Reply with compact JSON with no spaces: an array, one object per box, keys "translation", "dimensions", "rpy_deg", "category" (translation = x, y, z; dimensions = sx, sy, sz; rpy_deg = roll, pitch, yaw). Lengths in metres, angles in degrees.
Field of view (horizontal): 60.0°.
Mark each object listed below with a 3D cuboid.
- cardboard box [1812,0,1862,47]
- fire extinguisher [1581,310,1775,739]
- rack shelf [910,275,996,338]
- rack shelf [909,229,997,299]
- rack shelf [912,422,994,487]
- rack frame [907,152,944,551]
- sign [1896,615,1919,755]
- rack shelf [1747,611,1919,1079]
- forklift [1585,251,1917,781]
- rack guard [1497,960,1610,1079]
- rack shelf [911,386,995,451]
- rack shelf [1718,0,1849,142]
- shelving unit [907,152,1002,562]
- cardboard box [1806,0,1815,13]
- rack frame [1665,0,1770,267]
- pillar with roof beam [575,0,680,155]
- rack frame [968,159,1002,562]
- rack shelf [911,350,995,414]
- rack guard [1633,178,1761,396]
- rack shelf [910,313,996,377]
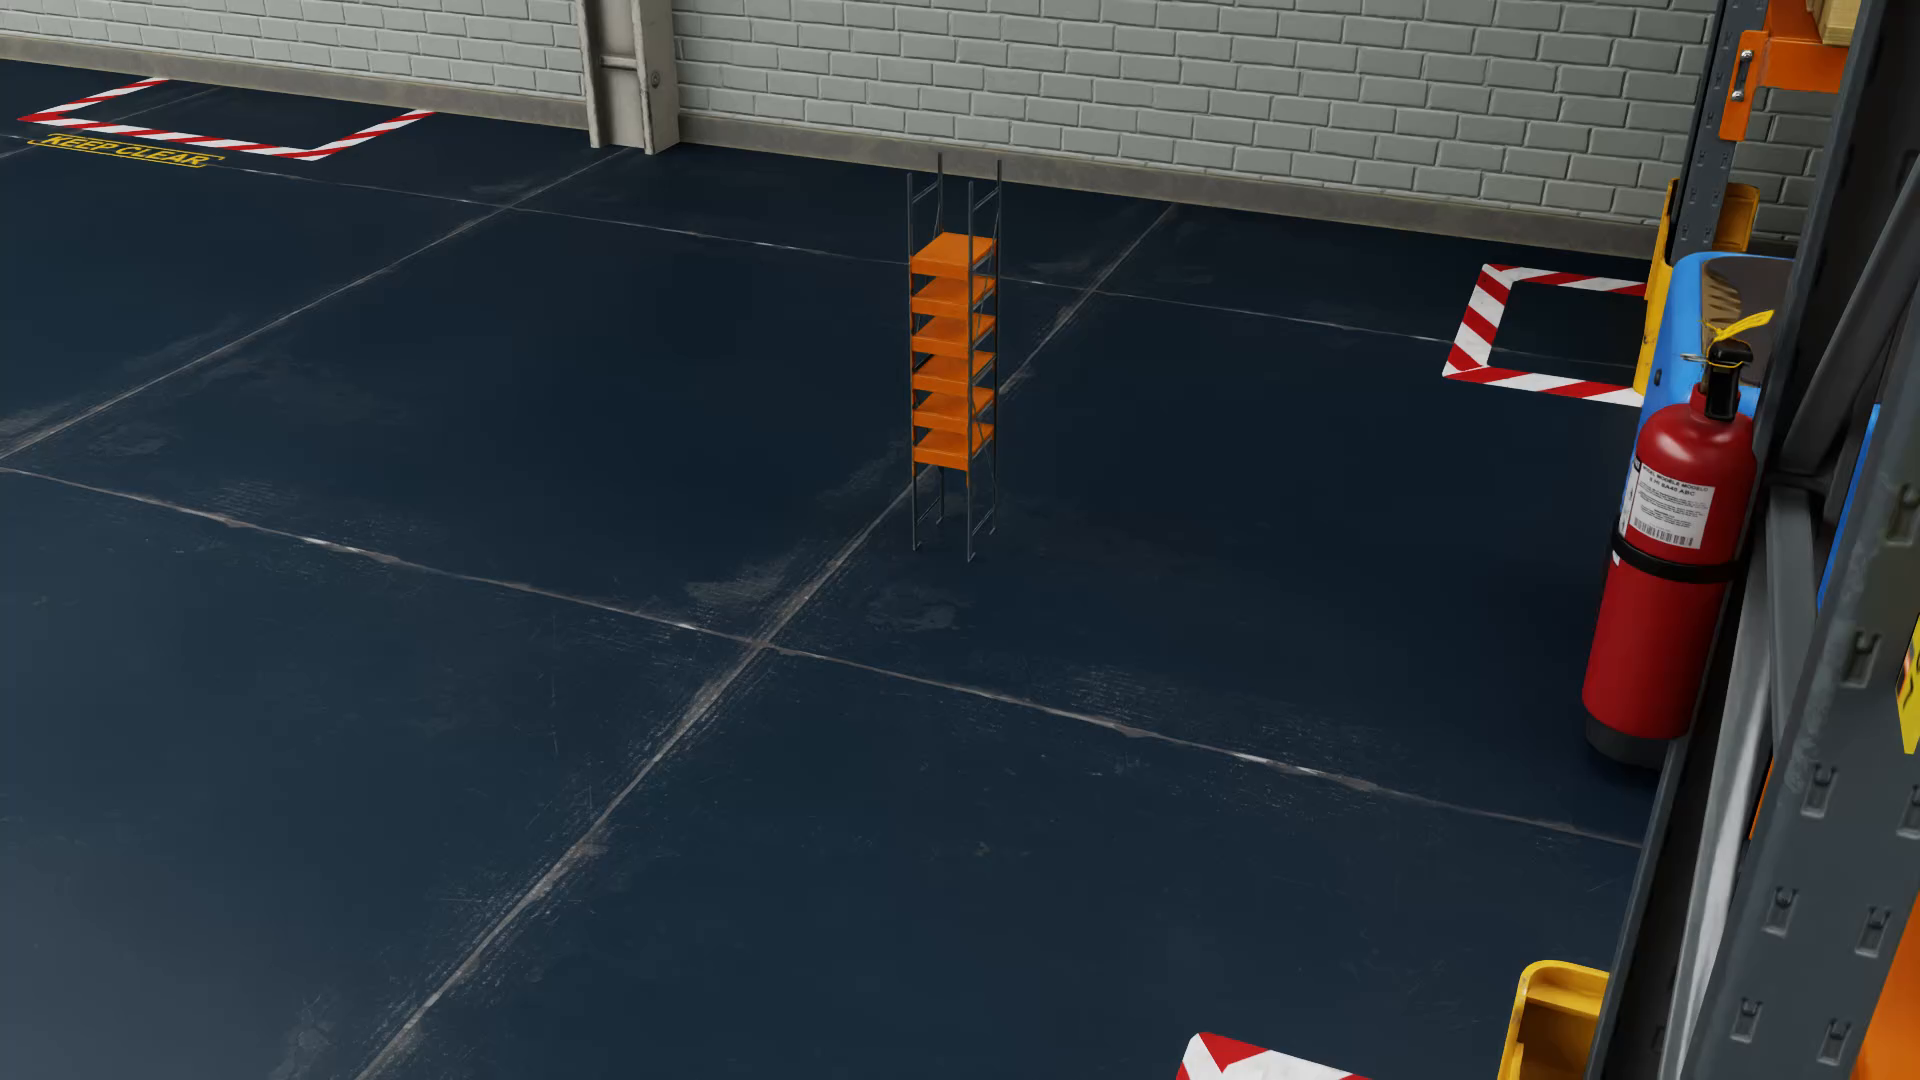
[{"translation":[3.154,-1.806,5.529],"dimensions":[0.500,0.250,0.500],"rpy_deg":[10,31,18],"category":"cardboard box"},{"translation":[1.027,-0.038,2.348],"dimensions":[0.183,0.674,0.296],"rpy_deg":[11,31,19],"category":"fire extinguisher"},{"translation":[-0.013,-0.695,4.863],"dimensions":[0.180,0.103,0.258],"rpy_deg":[11,31,19],"category":"rack shelf"},{"translation":[-0.013,-0.800,4.804],"dimensions":[0.180,0.103,0.258],"rpy_deg":[11,31,19],"category":"rack shelf"},{"translation":[-0.013,-0.277,5.099],"dimensions":[0.180,0.103,0.258],"rpy_deg":[11,31,19],"category":"rack shelf"},{"translation":[-0.098,-0.542,4.989],"dimensions":[0.006,1.200,0.240],"rpy_deg":[11,31,19],"category":"rack frame"},{"translation":[0.747,0.002,1.237],"dimensions":[0.005,0.325,0.100],"rpy_deg":[11,31,19],"category":"sign"},{"translation":[2.815,0.845,1.438],"dimensions":[4.000,0.370,1.077],"rpy_deg":[11,31,19],"category":"rack shelf"},{"translation":[3.158,-0.649,3.420],"dimensions":[3.031,2.935,1.130],"rpy_deg":[11,31,18],"category":"forklift"},{"translation":[0.939,1.245,2.539],"dimensions":[0.348,0.500,1.175],"rpy_deg":[11,31,19],"category":"rack guard"},{"translation":[-0.013,-0.382,5.040],"dimensions":[0.180,0.103,0.258],"rpy_deg":[11,31,19],"category":"rack shelf"},{"translation":[4.674,-1.415,5.435],"dimensions":[4.000,0.370,1.077],"rpy_deg":[11,31,19],"category":"rack shelf"},{"translation":[-0.013,-0.525,4.959],"dimensions":[0.189,1.200,0.258],"rpy_deg":[11,31,19],"category":"shelving unit"},{"translation":[3.327,-2.043,5.948],"dimensions":[0.500,0.250,0.500],"rpy_deg":[12,32,20],"category":"cardboard box"},{"translation":[2.821,-2.098,5.913],"dimensions":[0.127,3.000,1.000],"rpy_deg":[11,31,19],"category":"rack frame"},{"translation":[-3.384,-4.121,3.397],"dimensions":[0.400,9.000,9.100],"rpy_deg":[11,31,19],"category":"pillar with roof beam"},{"translation":[0.071,-0.508,4.930],"dimensions":[0.006,1.200,0.240],"rpy_deg":[11,31,19],"category":"rack frame"},{"translation":[-0.013,-0.486,4.981],"dimensions":[0.180,0.103,0.258],"rpy_deg":[11,31,19],"category":"rack shelf"},{"translation":[2.891,-0.996,6.503],"dimensions":[0.348,0.500,1.175],"rpy_deg":[11,31,19],"category":"rack guard"},{"translation":[-0.013,-0.591,4.922],"dimensions":[0.180,0.103,0.258],"rpy_deg":[11,31,19],"category":"rack shelf"}]
